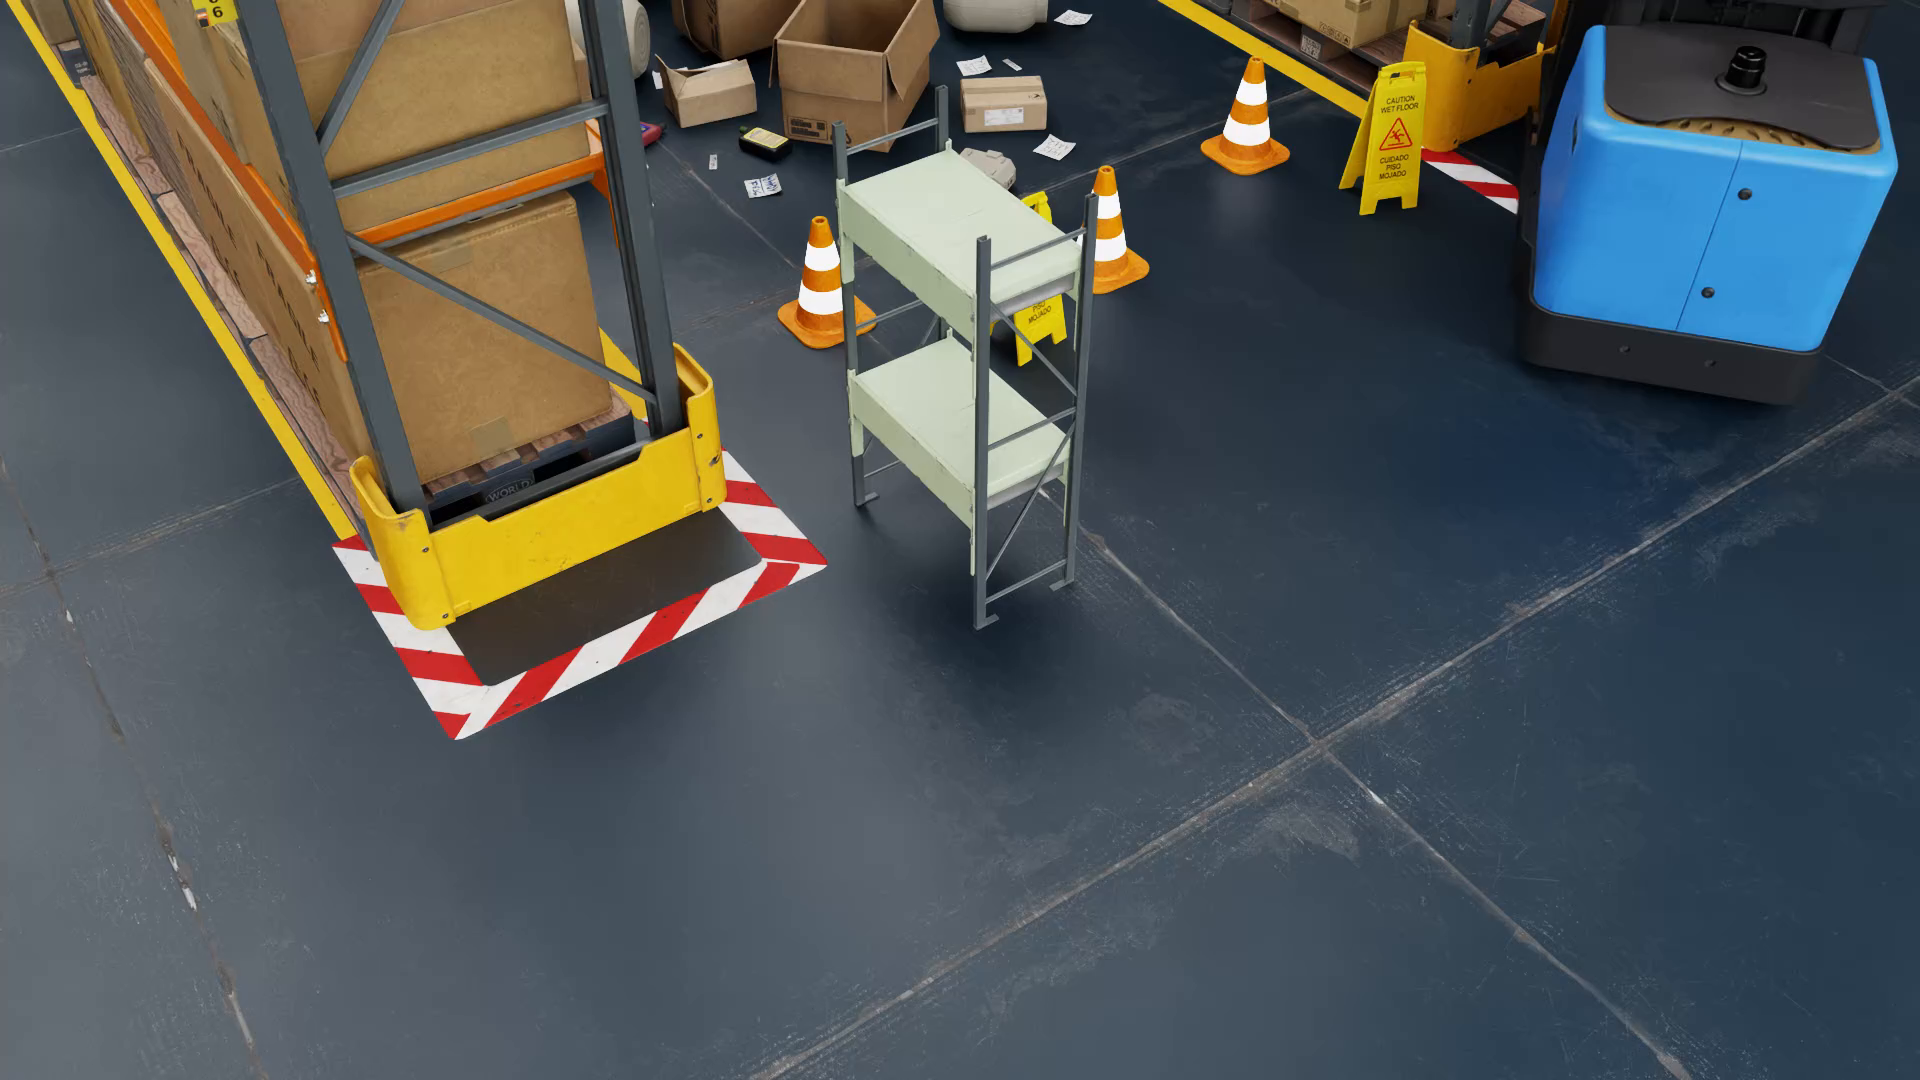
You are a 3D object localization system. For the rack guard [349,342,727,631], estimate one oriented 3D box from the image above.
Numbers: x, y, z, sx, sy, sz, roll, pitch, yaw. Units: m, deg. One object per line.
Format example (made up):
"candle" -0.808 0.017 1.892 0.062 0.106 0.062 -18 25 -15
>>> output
"rack guard" -1.380 -0.195 5.592 1.175 0.500 0.348 -26 49 -24

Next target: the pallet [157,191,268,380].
"pallet" -2.610 -1.216 6.871 1.003 0.211 1.213 -26 49 -24

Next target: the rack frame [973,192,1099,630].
"rack frame" 0.213 -0.331 5.011 0.400 1.500 0.023 -26 49 -24

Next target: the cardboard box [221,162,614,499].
"cardboard box" -1.836 -0.854 5.707 0.875 0.875 0.875 -25 49 -24

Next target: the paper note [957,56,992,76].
"paper note" 0.072 -2.336 8.184 0.148 0.019 0.142 -10 45 -11

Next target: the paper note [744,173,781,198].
"paper note" -0.875 -1.573 7.377 0.144 0.017 0.142 -10 45 -11

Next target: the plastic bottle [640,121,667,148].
"plastic bottle" -1.485 -1.857 7.651 0.133 0.061 0.283 26 49 25

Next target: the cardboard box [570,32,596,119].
"cardboard box" -1.953 -2.001 7.482 0.500 0.500 0.500 -18 46 -18

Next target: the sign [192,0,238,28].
"sign" -1.847 -1.410 4.045 0.100 0.325 0.005 -26 49 -24

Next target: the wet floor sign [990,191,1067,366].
"wet floor sign" 0.246 -1.027 6.358 0.267 0.644 0.232 -35 53 -31

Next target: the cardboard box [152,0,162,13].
"cardboard box" -2.531 -2.312 5.891 0.875 0.550 0.500 -26 49 -24

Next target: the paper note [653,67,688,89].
"paper note" -1.405 -2.255 8.096 0.172 0.023 0.155 -10 45 -11

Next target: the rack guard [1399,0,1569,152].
"rack guard" 2.565 -2.264 7.759 1.175 0.500 0.348 -26 49 -24

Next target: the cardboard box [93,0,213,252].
"cardboard box" -2.861 -1.868 6.769 0.875 0.875 0.875 -25 49 -24

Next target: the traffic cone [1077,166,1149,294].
"traffic cone" 0.588 -1.310 6.788 0.336 0.463 0.334 -26 49 -24

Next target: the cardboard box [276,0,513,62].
"cardboard box" -1.575 -1.783 4.555 0.875 0.550 0.550 -26 49 -24

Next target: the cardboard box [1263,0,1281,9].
"cardboard box" 1.635 -2.930 8.335 0.500 0.250 0.500 -26 49 -24

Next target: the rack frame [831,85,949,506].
"rack frame" -0.206 -0.746 5.445 0.400 1.500 0.023 -26 49 -24

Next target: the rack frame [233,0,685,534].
"rack frame" -1.394 -1.112 4.743 1.000 3.000 0.127 -26 49 -24

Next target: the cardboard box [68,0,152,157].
"cardboard box" -3.380 -2.377 7.303 0.875 0.875 0.875 -25 49 -24

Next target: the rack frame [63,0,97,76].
"rack frame" -3.682 -3.378 7.116 1.000 3.000 0.127 -26 49 -24

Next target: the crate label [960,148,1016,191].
"crate label" 0.087 -1.613 7.341 0.298 0.136 0.250 18 47 18

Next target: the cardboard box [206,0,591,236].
"cardboard box" -1.644 -1.359 4.893 0.875 0.550 0.550 -26 49 -24

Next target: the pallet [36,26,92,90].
"pallet" -4.186 -2.777 8.506 1.003 0.211 1.213 -26 49 -24

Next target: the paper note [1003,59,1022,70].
"paper note" 0.258 -2.343 8.197 0.032 0.001 0.123 -26 49 -24

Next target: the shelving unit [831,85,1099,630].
"shelving unit" 0.004 -0.539 5.228 0.431 1.500 0.755 -26 49 -24

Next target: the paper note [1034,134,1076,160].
"paper note" 0.435 -1.800 7.614 0.142 0.019 0.148 26 49 25

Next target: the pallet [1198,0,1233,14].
"pallet" 1.435 -3.324 9.079 1.003 0.211 1.213 -26 49 -24

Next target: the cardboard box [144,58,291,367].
"cardboard box" -2.341 -1.351 6.228 0.875 0.875 0.875 -26 50 -25

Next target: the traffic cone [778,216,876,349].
"traffic cone" -0.533 -1.057 6.522 0.336 0.463 0.334 -26 49 -24

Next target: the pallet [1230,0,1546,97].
"pallet" 2.129 -2.634 8.356 1.003 0.211 1.213 -26 49 -24

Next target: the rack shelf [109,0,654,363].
"rack shelf" -2.538 -1.985 6.178 1.077 0.370 4.000 -26 49 -24

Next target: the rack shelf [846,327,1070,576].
"rack shelf" 0.004 -0.303 5.453 0.431 0.370 0.720 -26 49 -24

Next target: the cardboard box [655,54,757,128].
"cardboard box" -1.188 -2.143 7.803 0.396 0.266 0.258 -18 46 -18

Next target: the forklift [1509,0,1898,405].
"forklift" 3.040 -2.595 6.345 1.130 2.935 3.031 11 45 12

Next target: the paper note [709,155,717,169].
"paper note" -1.119 -1.714 7.538 0.032 0.001 0.123 -3 44 -4

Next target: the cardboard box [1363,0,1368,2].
"cardboard box" 1.936 -2.904 7.764 0.500 0.500 0.500 -25 49 -24

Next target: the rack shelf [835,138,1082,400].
"rack shelf" 0.004 -0.821 4.959 0.431 0.370 0.720 -26 49 -24

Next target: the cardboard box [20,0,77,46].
"cardboard box" -4.111 -3.032 8.079 1.050 0.750 0.750 -26 49 -25

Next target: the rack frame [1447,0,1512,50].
"rack frame" 2.608 -3.125 6.851 1.000 3.000 0.127 -26 49 -24

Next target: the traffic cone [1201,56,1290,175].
"traffic cone" 1.304 -1.941 7.449 0.336 0.463 0.334 -26 49 -24

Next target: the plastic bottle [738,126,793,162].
"plastic bottle" -0.917 -1.824 7.616 0.283 0.061 0.133 26 49 25

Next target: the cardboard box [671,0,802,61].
"cardboard box" -1.015 -2.792 8.212 0.797 0.637 0.503 -26 49 -24

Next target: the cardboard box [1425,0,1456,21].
"cardboard box" 2.373 -2.849 8.249 0.500 0.250 0.500 -26 49 -25

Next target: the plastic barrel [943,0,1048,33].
"plastic barrel" 0.185 -2.765 8.340 0.512 0.421 0.421 4 44 4

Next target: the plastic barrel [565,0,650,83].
"plastic barrel" -1.775 -2.409 7.967 0.512 0.421 0.421 4 44 4

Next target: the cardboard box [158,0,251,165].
"cardboard box" -1.976 -1.662 5.210 0.875 0.550 0.550 -26 49 -24

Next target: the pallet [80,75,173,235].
"pallet" -3.312 -1.908 7.595 1.003 0.211 1.213 -26 49 -24

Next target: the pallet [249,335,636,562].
"pallet" -1.916 -0.526 6.148 1.003 0.211 1.213 -26 49 -24

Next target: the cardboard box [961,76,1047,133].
"cardboard box" 0.202 -2.038 7.777 0.380 0.149 0.250 -3 44 -4

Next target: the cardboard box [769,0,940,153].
"cardboard box" -0.473 -2.217 7.708 0.637 0.503 0.797 11 45 11

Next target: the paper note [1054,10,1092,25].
"paper note" 0.584 -2.685 8.540 0.148 0.019 0.142 26 49 25

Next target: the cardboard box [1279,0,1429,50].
"cardboard box" 1.911 -2.648 8.038 0.500 0.250 0.500 -26 49 -25

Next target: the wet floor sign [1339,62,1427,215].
"wet floor sign" 1.839 -1.743 7.109 0.267 0.644 0.232 -10 45 -11
